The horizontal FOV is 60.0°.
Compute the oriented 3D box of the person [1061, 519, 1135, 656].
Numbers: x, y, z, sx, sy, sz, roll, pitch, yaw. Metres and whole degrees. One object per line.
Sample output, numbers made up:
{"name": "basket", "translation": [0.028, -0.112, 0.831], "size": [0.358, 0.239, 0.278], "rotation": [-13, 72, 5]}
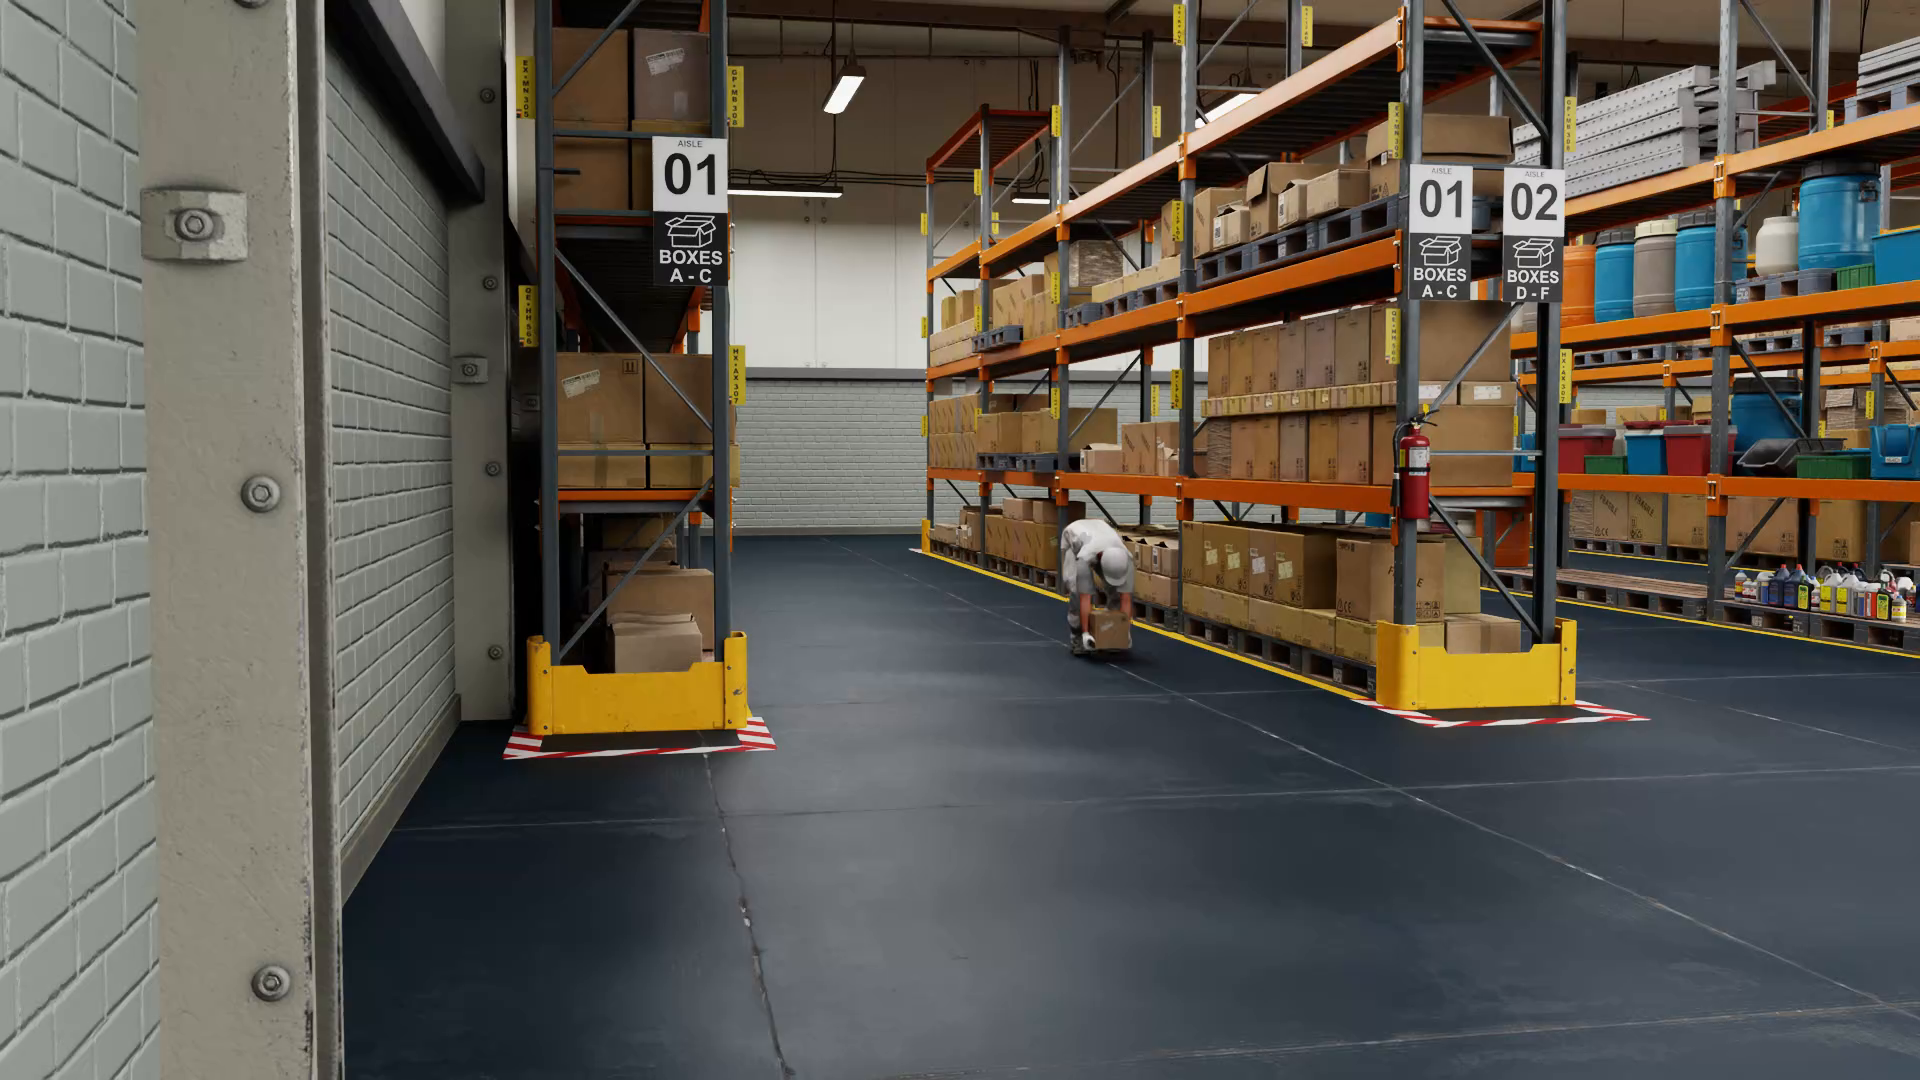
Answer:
{"name": "person", "translation": [1.052, 0.360, 12.322], "size": [0.523, 1.010, 0.953], "rotation": [-1, 3, -14]}
